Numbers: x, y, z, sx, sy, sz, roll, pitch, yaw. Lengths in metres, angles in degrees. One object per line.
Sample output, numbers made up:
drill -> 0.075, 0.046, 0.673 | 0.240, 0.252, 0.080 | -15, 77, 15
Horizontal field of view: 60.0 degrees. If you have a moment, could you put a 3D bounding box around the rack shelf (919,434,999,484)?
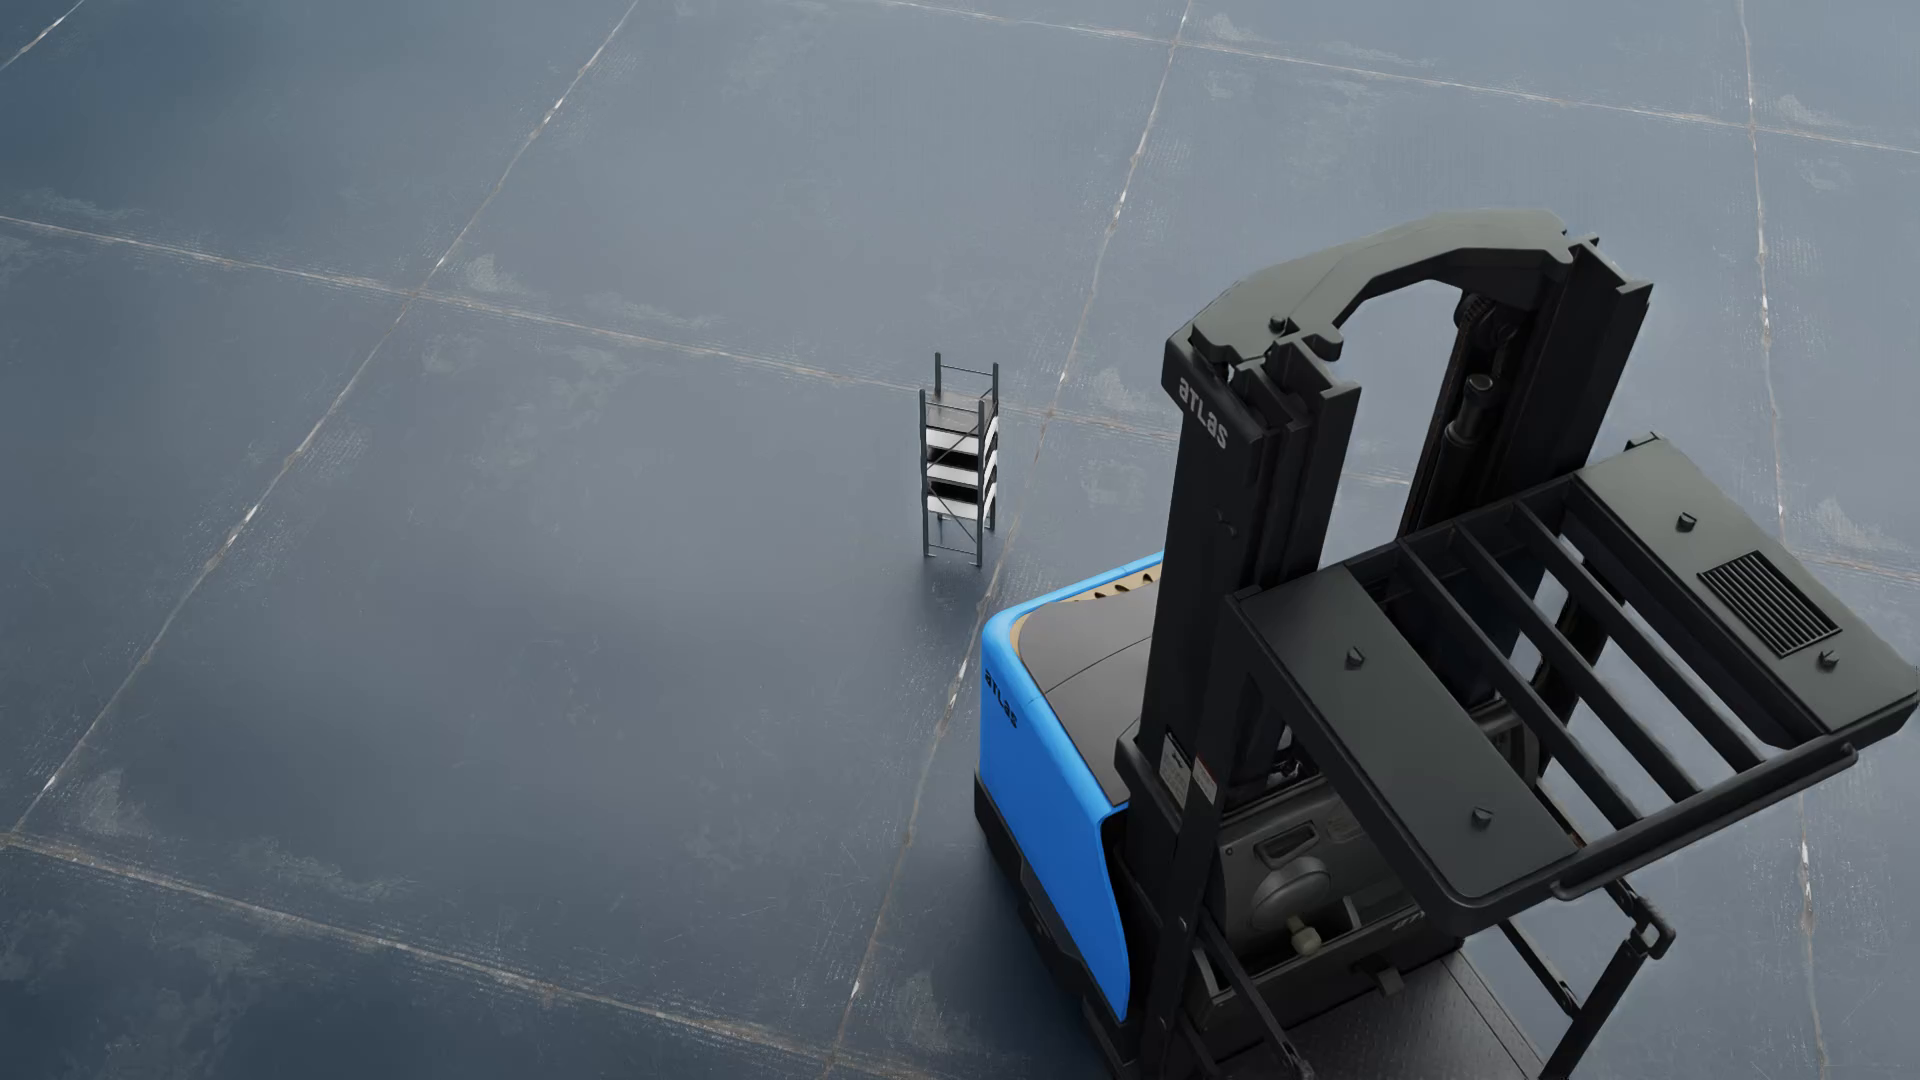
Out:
rack shelf -> -0.002, -0.329, 6.284 | 0.258, 0.077, 0.200 | 12, 50, 10

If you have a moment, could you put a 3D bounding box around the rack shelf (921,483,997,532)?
rack shelf -> -0.002, -0.151, 6.486 | 0.258, 0.077, 0.200 | 12, 50, 10

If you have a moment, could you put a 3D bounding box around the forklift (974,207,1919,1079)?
forklift -> 1.137, 0.822, 3.988 | 1.130, 2.935, 3.031 | -20, 51, -17

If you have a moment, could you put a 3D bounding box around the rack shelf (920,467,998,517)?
rack shelf -> -0.002, -0.210, 6.419 | 0.258, 0.077, 0.200 | 12, 50, 10

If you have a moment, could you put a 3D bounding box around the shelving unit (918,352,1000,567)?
shelving unit -> -0.002, -0.292, 6.326 | 0.258, 0.900, 0.210 | 12, 50, 10

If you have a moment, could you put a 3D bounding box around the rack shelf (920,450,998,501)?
rack shelf -> -0.002, -0.270, 6.351 | 0.258, 0.077, 0.200 | 12, 50, 10

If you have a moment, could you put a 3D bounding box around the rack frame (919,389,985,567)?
rack frame -> -0.029, -0.218, 6.261 | 0.240, 0.900, 0.006 | 12, 50, 10

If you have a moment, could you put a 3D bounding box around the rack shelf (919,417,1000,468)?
rack shelf -> -0.002, -0.389, 6.216 | 0.258, 0.077, 0.200 | 12, 50, 10

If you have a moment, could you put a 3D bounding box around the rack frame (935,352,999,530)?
rack frame -> 0.025, -0.365, 6.391 | 0.240, 0.900, 0.006 | 12, 50, 10

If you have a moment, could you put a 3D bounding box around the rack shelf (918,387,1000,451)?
rack shelf -> -0.002, -0.449, 6.149 | 0.258, 0.077, 0.200 | 12, 50, 10
